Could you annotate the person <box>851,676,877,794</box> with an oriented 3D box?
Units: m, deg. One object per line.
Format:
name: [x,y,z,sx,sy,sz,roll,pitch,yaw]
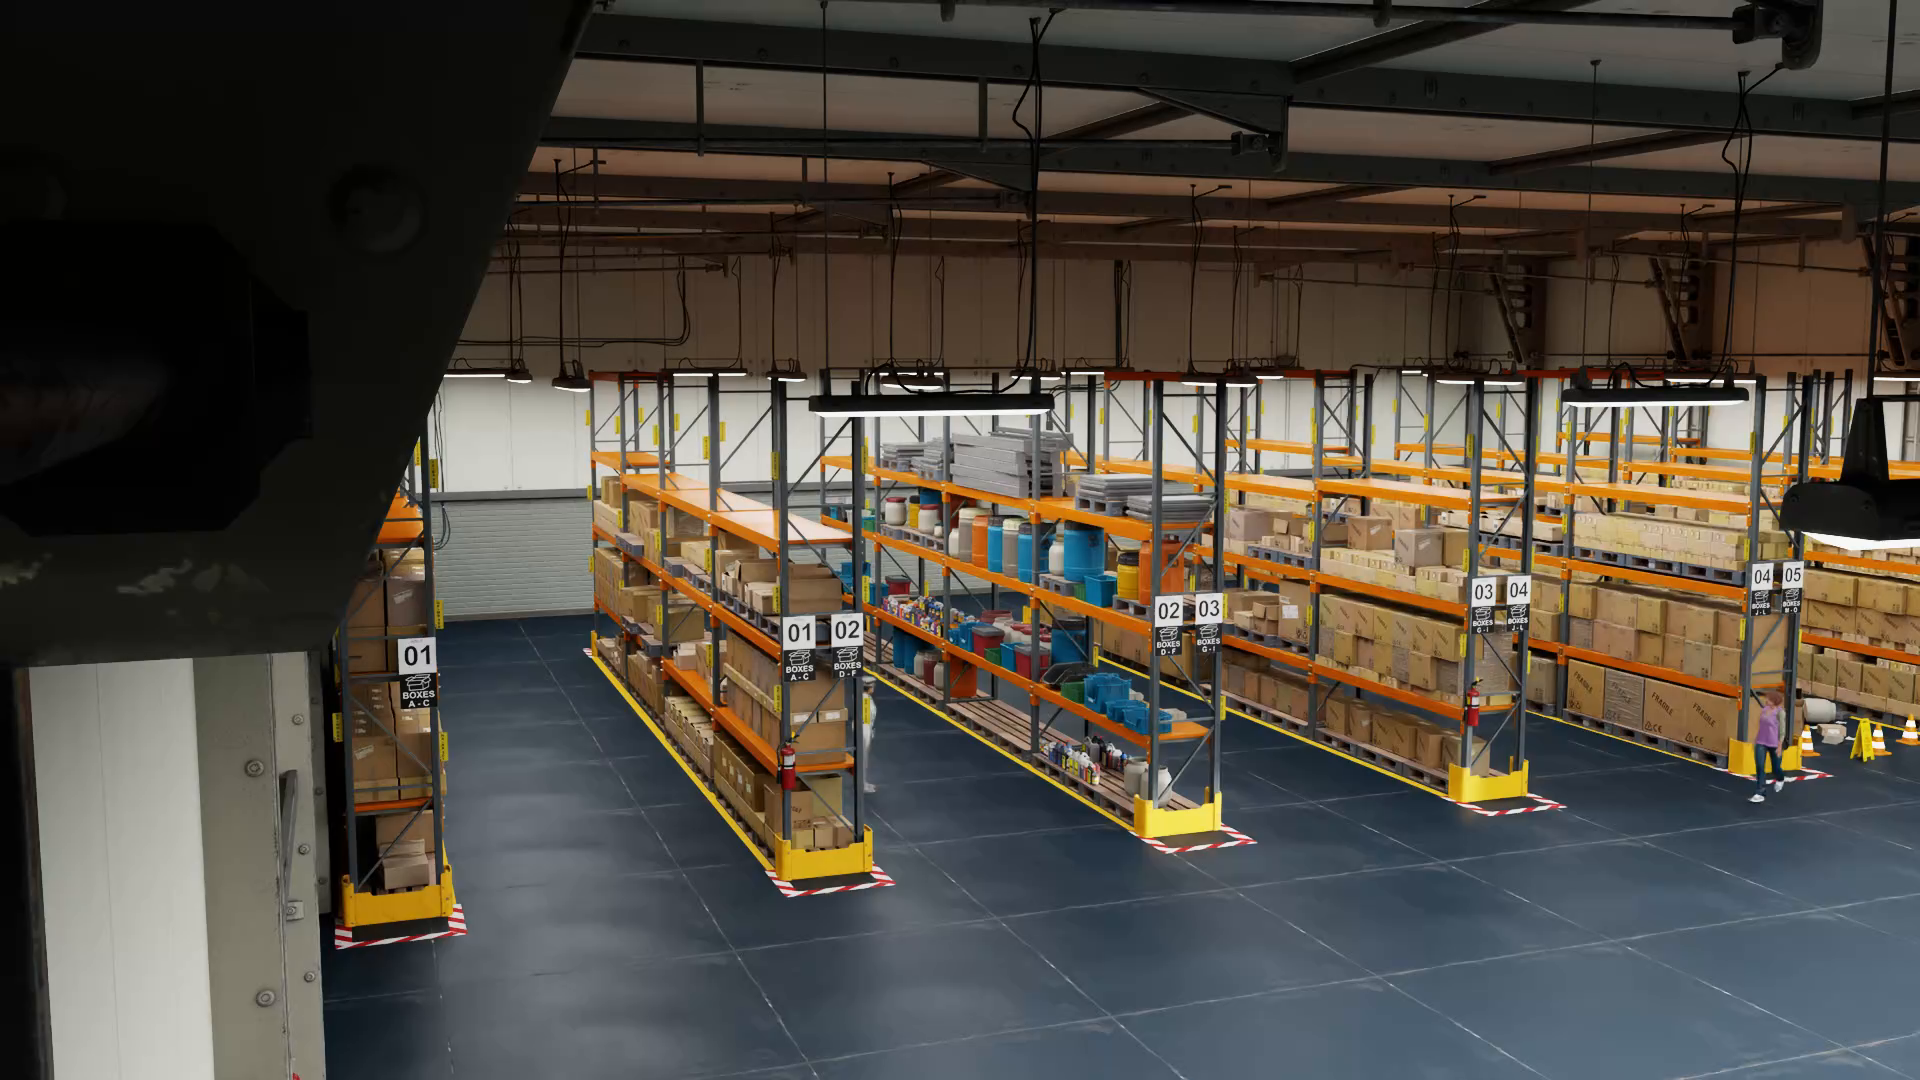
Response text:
person: [-1.380,2.818,24.102,0.367,1.690,0.518,-2,7,-15]

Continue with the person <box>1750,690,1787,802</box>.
person: [11.523,2.909,23.626,0.403,1.580,0.721,5,8,37]

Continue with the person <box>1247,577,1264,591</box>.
person: [7.666,0.562,43.820,0.619,1.752,0.802,5,8,35]
